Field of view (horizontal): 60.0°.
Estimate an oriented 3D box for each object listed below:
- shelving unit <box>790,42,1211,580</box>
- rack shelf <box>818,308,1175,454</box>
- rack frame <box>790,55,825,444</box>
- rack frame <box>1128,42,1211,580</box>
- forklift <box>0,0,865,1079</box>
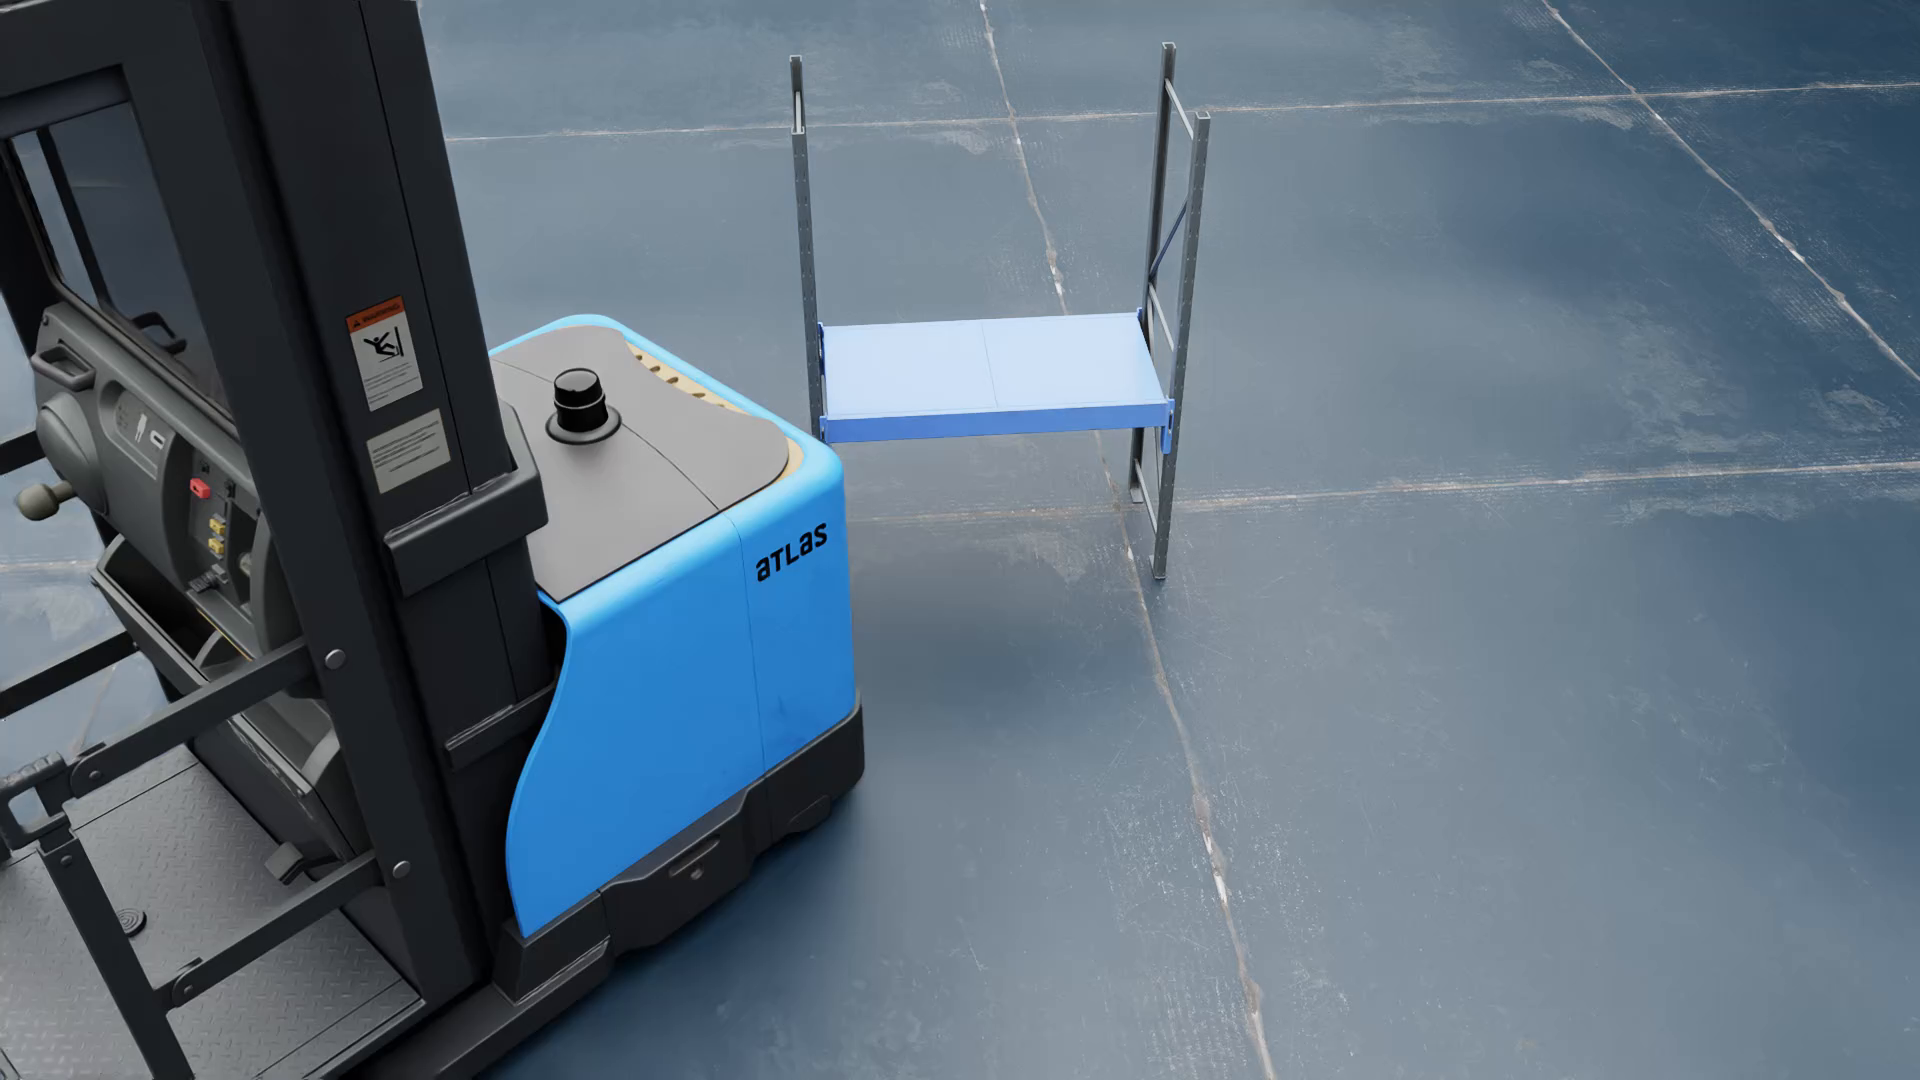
[{"bbox_3d":[0.085,-0.593,4.791,1.048,1.500,0.538,-3,38,-4],"label":"shelving unit"},{"bbox_3d":[0.085,-0.452,4.903,1.000,0.185,0.538,-3,38,-4],"label":"rack shelf"},{"bbox_3d":[-0.421,-0.566,4.756,0.032,1.500,0.500,-3,38,-4],"label":"rack frame"},{"bbox_3d":[0.591,-0.621,4.827,0.032,1.500,0.500,-3,38,-4],"label":"rack frame"},{"bbox_3d":[-1.635,-0.051,2.948,1.130,2.935,3.031,31,48,33],"label":"forklift"}]
